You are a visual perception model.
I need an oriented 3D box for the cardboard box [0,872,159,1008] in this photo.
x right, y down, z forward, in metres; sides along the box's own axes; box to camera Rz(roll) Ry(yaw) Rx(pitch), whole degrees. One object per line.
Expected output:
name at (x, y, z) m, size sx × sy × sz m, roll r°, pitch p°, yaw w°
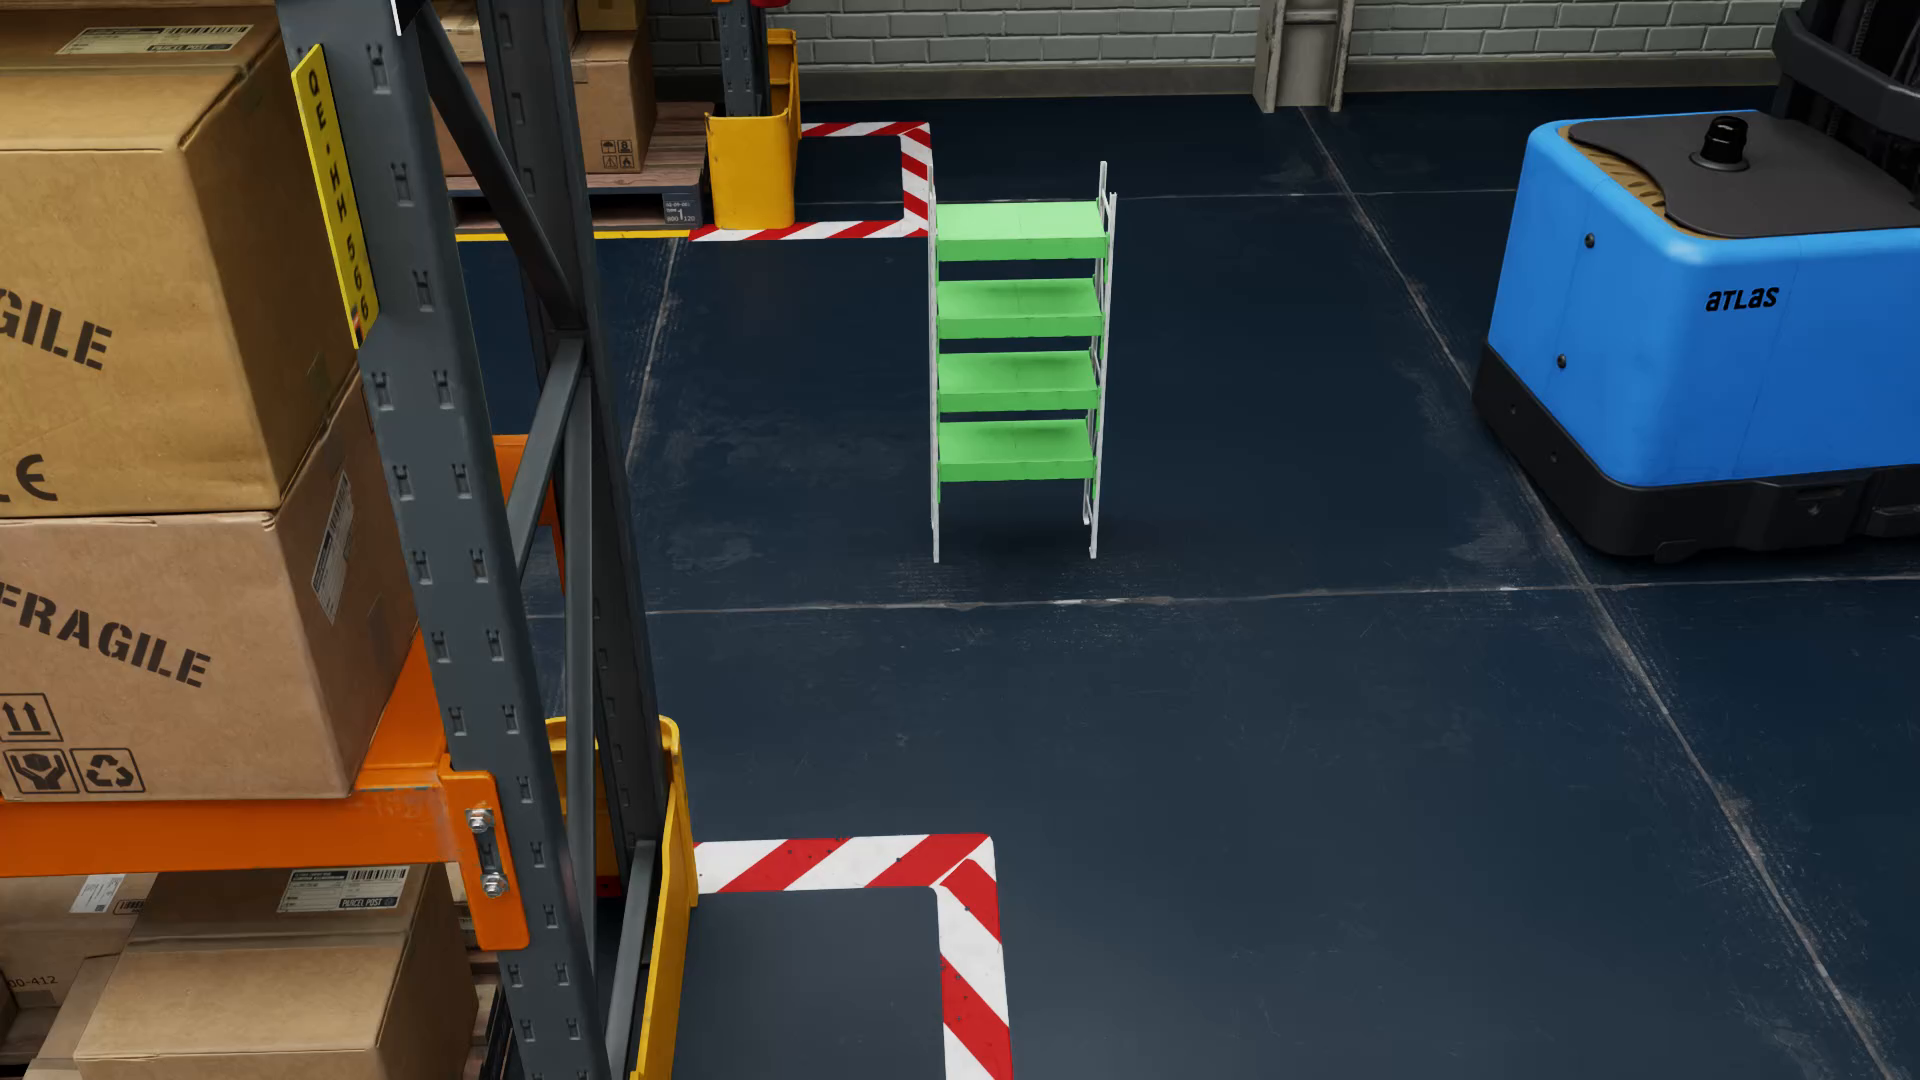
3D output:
cardboard box at (-1.761, 0.726, 3.595) m, size 0.500 × 0.250 × 0.500 m, roll -2°, pitch 35°, yaw -2°

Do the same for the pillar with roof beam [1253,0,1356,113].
pillar with roof beam at (1.917, -3.491, 2.386) m, size 0.400 × 9.000 × 9.100 m, roll -2°, pitch 35°, yaw -2°

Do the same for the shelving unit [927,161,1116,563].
shelving unit at (0.165, -0.498, 4.915) m, size 0.503 × 1.200 × 0.258 m, roll -2°, pitch 35°, yaw -2°

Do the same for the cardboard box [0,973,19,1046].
cardboard box at (-2.187, 1.022, 3.167) m, size 0.500 × 0.250 × 0.500 m, roll -2°, pitch 35°, yaw -2°

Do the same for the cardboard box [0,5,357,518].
cardboard box at (-1.137, -0.375, 2.189) m, size 0.500 × 0.500 × 0.500 m, roll -2°, pitch 35°, yaw -3°

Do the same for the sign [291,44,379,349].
sign at (-0.699, -0.381, 1.869) m, size 0.005 × 0.325 × 0.100 m, roll -2°, pitch 35°, yaw -2°

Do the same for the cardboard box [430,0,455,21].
cardboard box at (-2.278, -2.339, 7.251) m, size 0.250 × 0.149 × 0.380 m, roll -1°, pitch 35°, yaw -2°

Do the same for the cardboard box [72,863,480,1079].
cardboard box at (-1.236, 0.911, 3.108) m, size 0.500 × 0.500 × 0.500 m, roll -2°, pitch 35°, yaw -2°

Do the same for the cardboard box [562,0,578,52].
cardboard box at (-1.757, -2.135, 6.957) m, size 0.250 × 0.149 × 0.380 m, roll -2°, pitch 35°, yaw -3°

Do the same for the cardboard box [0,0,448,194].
cardboard box at (-1.161, -0.681, 2.632) m, size 0.500 × 0.500 × 0.500 m, roll -1°, pitch 35°, yaw -1°

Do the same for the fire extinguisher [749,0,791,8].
fire extinguisher at (-0.771, -2.463, 6.569) m, size 0.183 × 0.674 × 0.296 m, roll -2°, pitch 35°, yaw -2°

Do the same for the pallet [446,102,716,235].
pallet at (-1.738, -1.694, 7.512) m, size 1.213 × 0.211 × 1.003 m, roll -2°, pitch 35°, yaw -2°

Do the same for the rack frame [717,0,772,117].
rack frame at (-0.943, -2.906, 6.814) m, size 0.127 × 3.000 × 1.000 m, roll -2°, pitch 35°, yaw -2°

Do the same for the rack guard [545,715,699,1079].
rack guard at (-0.781, 0.939, 3.454) m, size 0.348 × 0.500 × 1.175 m, roll -2°, pitch 35°, yaw -2°

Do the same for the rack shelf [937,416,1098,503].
rack shelf at (0.165, -0.248, 5.088) m, size 0.480 × 0.148 × 0.258 m, roll -2°, pitch 35°, yaw -2°

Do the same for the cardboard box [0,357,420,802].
cardboard box at (-1.140, 0.035, 2.476) m, size 0.500 × 0.500 × 0.500 m, roll -1°, pitch 35°, yaw -1°

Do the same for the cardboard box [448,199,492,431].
cardboard box at (-1.161, -0.270, 2.916) m, size 0.500 × 0.500 × 0.500 m, roll -1°, pitch 35°, yaw -1°

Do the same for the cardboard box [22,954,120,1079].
cardboard box at (-1.645, 1.008, 3.261) m, size 0.250 × 0.166 × 0.380 m, roll -2°, pitch 35°, yaw -2°

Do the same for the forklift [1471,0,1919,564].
forklift at (3.353, -1.516, 4.865) m, size 3.031 × 2.935 × 1.130 m, roll -5°, pitch 35°, yaw -7°

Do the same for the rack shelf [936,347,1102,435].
rack shelf at (0.165, -0.445, 4.951) m, size 0.480 × 0.148 × 0.258 m, roll -2°, pitch 35°, yaw -2°

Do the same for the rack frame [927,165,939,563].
rack frame at (-0.078, -0.491, 4.905) m, size 0.015 × 1.200 × 0.240 m, roll -2°, pitch 35°, yaw -2°

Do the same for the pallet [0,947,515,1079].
pallet at (-1.577, 1.080, 3.504) m, size 1.213 × 0.211 × 1.003 m, roll -2°, pitch 35°, yaw -2°

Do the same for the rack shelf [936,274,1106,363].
rack shelf at (0.165, -0.643, 4.815) m, size 0.480 × 0.148 × 0.258 m, roll -2°, pitch 35°, yaw -2°

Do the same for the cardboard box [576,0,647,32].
cardboard box at (-1.522, -2.359, 7.281) m, size 0.250 × 0.149 × 0.380 m, roll -1°, pitch 35°, yaw -2°

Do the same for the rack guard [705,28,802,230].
rack guard at (-0.919, -1.879, 7.526) m, size 0.348 × 0.500 × 1.175 m, roll -2°, pitch 35°, yaw -2°

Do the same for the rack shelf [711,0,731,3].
rack shelf at (-2.941, -2.557, 6.941) m, size 4.000 × 0.370 × 1.077 m, roll -2°, pitch 35°, yaw -2°

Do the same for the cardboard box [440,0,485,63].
cardboard box at (-2.013, -2.128, 6.946) m, size 0.250 × 0.149 × 0.380 m, roll -1°, pitch 35°, yaw -1°

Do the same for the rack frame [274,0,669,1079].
rack frame at (-0.705, -0.091, 2.745) m, size 0.127 × 3.000 × 1.000 m, roll -2°, pitch 35°, yaw -2°

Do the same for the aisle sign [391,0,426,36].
aisle sign at (-0.622, -0.987, 1.756) m, size 0.004 × 0.787 × 0.394 m, roll -2°, pitch 35°, yaw -2°

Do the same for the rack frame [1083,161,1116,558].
rack frame at (0.409, -0.504, 4.924) m, size 0.015 × 1.200 × 0.240 m, roll -2°, pitch 35°, yaw -2°

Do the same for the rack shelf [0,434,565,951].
rack shelf at (-2.703, 0.259, 2.872) m, size 4.000 × 0.370 × 1.077 m, roll -2°, pitch 35°, yaw -2°

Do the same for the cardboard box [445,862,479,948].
cardboard box at (-1.140, 0.717, 3.697) m, size 0.250 × 0.149 × 0.380 m, roll -2°, pitch 35°, yaw -2°

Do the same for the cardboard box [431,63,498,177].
cardboard box at (-2.138, -1.962, 7.277) m, size 0.500 × 0.500 × 0.700 m, roll -2°, pitch 35°, yaw -2°

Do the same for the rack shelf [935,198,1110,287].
rack shelf at (0.165, -0.840, 4.678) m, size 0.480 × 0.148 × 0.258 m, roll -2°, pitch 35°, yaw -2°

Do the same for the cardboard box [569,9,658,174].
cardboard box at (-1.638, -1.976, 7.296) m, size 0.500 × 0.500 × 0.700 m, roll -2°, pitch 35°, yaw -2°
